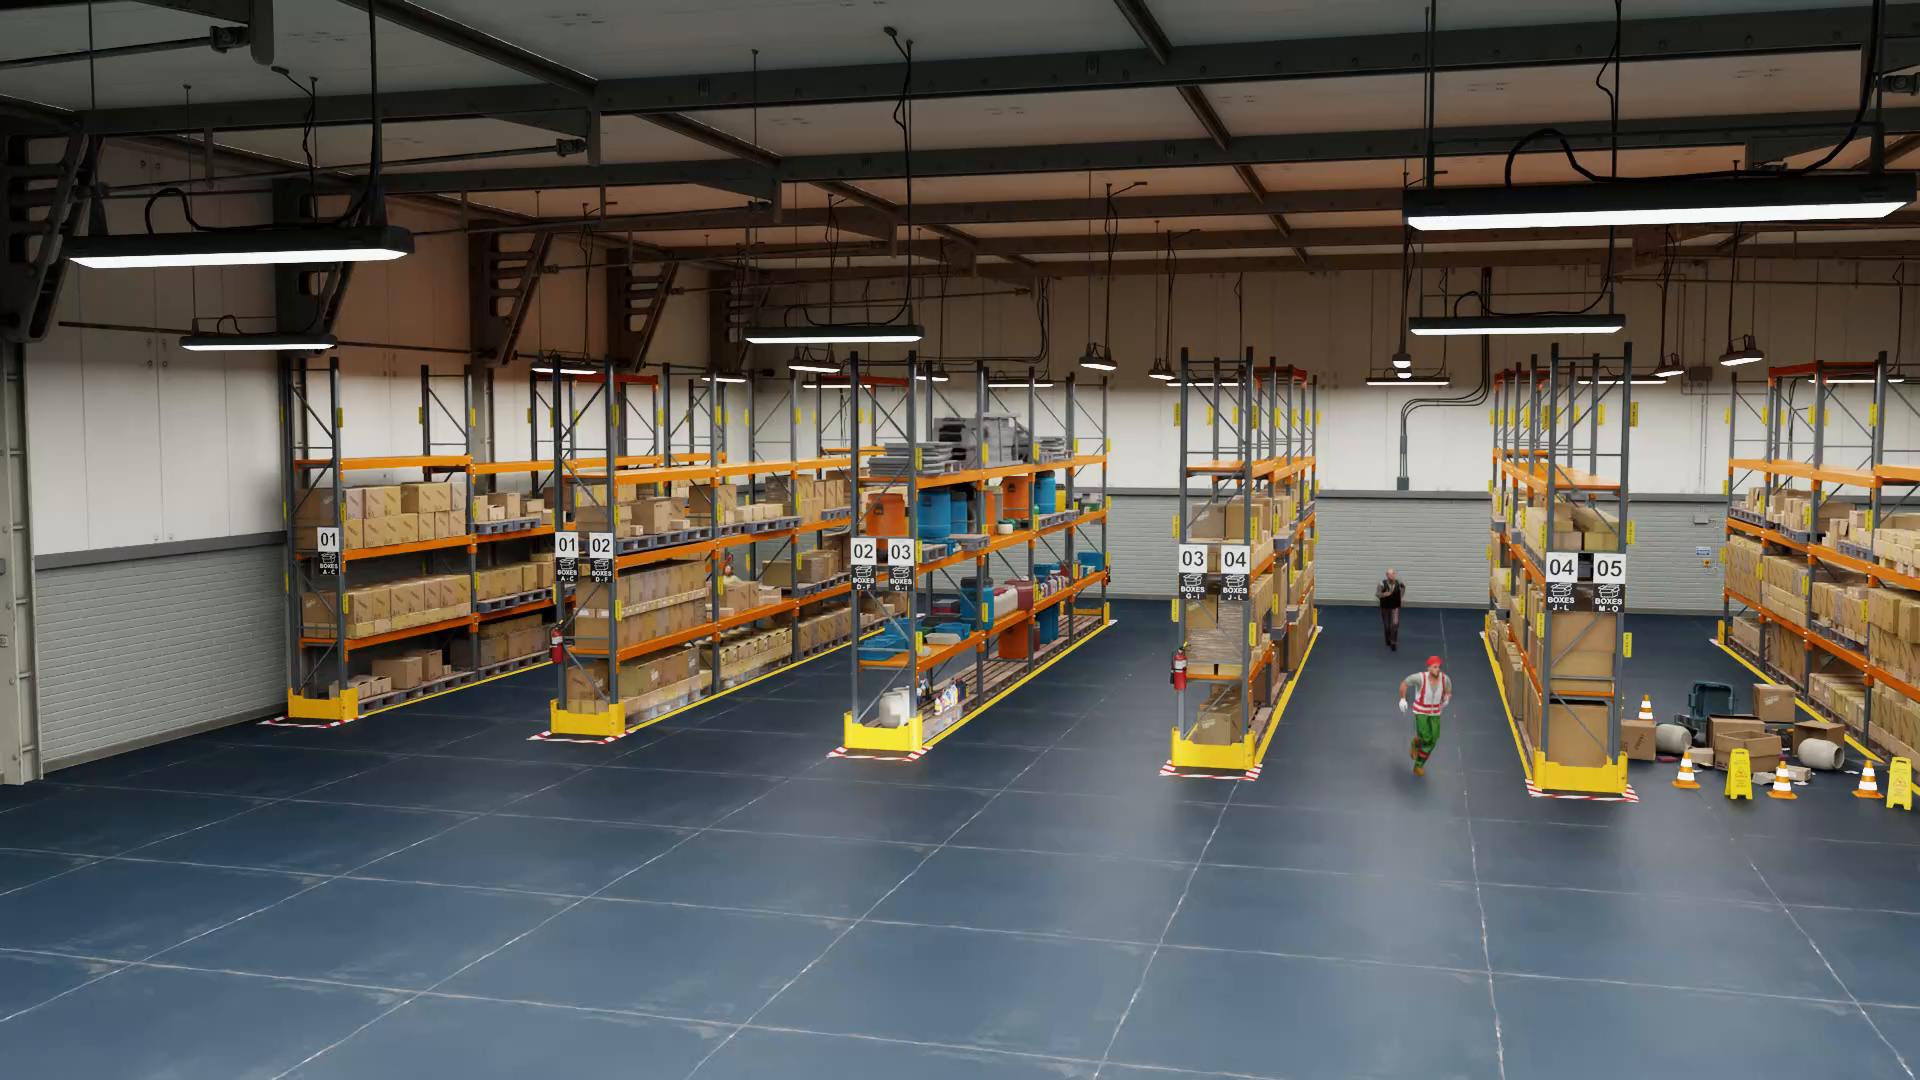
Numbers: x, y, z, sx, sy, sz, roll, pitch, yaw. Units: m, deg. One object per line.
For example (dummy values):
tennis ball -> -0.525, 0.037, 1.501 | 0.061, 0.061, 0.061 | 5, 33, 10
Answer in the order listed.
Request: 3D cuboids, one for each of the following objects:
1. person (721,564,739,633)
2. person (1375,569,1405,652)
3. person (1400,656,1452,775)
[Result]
person -> -5.224, 1.384, 37.616 | 0.563, 1.685, 0.922 | 0, 4, 5
person -> 9.292, 1.522, 35.935 | 0.643, 1.801, 0.862 | 1, 4, 12
person -> 6.543, 2.455, 23.233 | 0.649, 1.710, 0.729 | -1, 4, -11
